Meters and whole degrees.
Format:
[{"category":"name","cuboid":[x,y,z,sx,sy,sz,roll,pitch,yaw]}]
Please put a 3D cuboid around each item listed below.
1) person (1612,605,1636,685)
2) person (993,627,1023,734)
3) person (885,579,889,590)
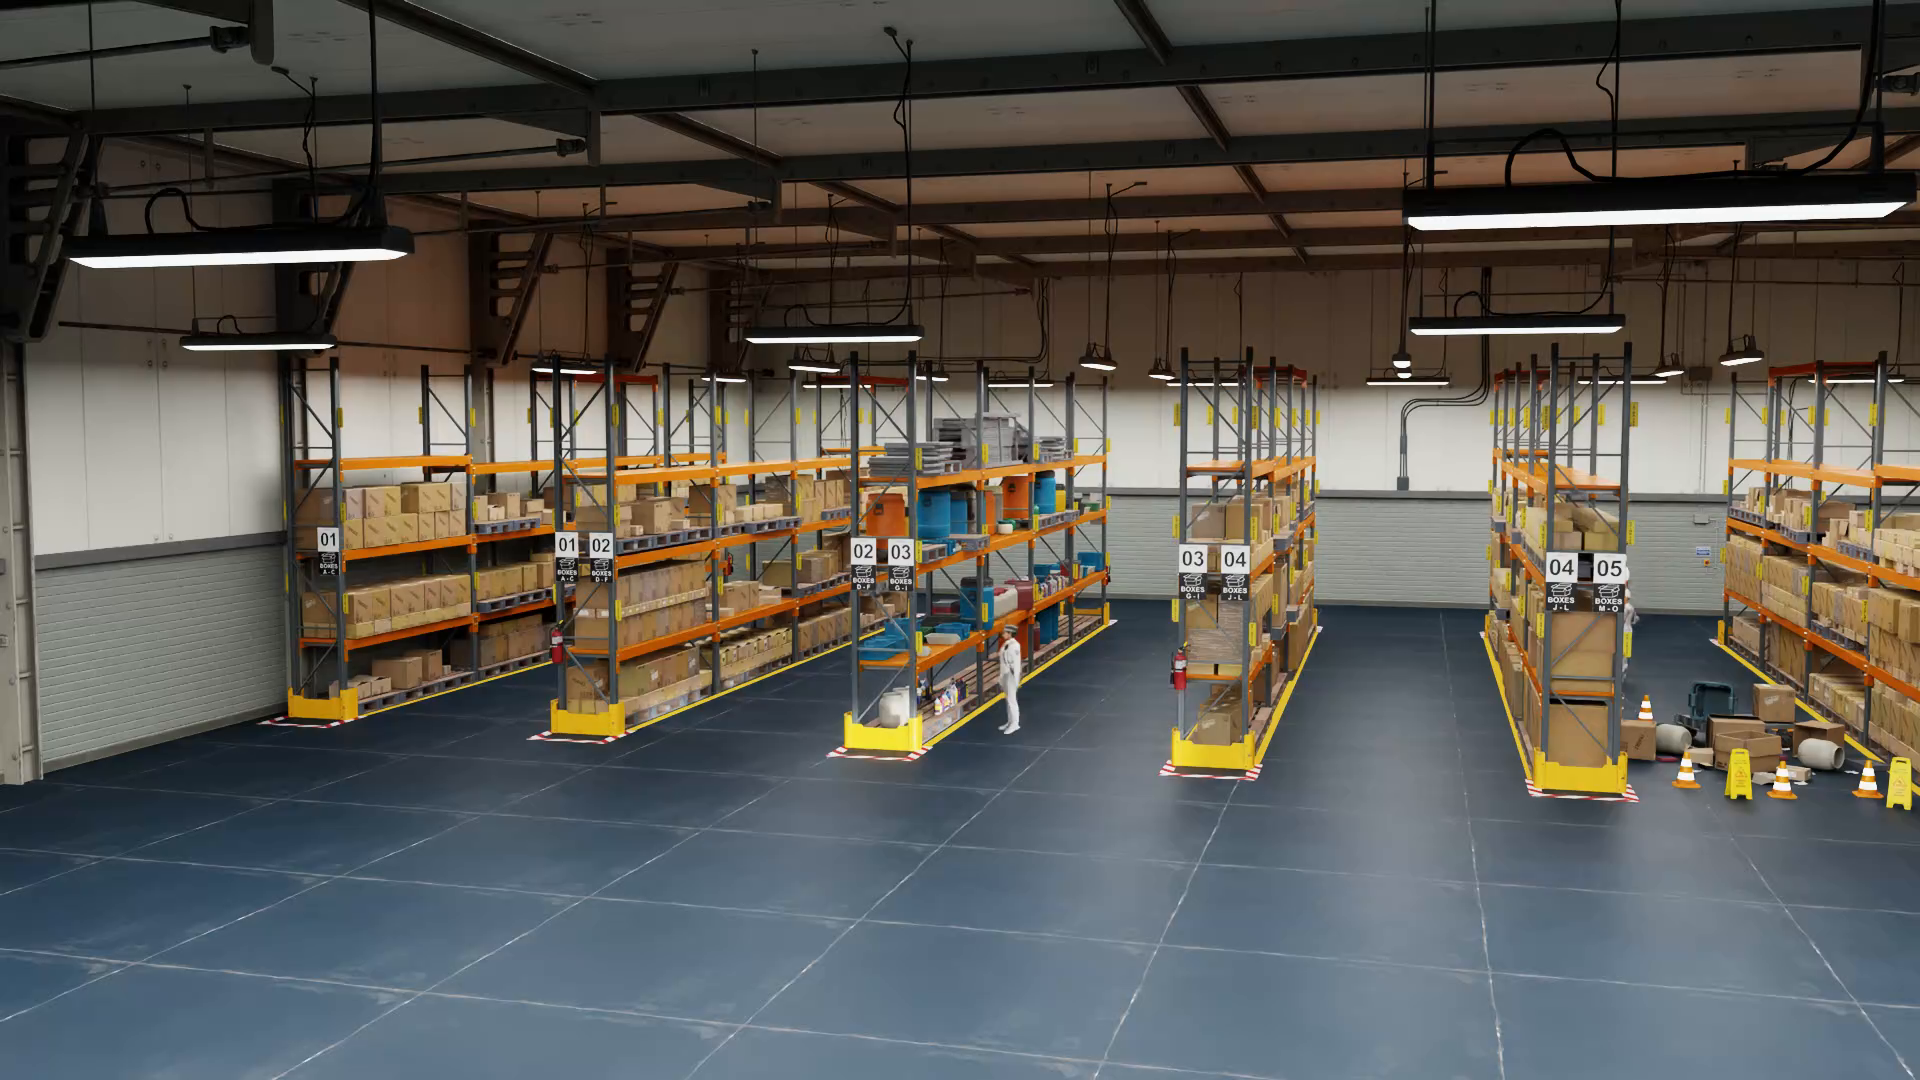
[{"category":"person","cuboid":[12.470,1.825,31.513,0.703,1.754,0.624,-3,5,-34]},{"category":"person","cuboid":[0.733,2.209,26.359,0.515,1.680,0.530,-4,5,-40]},{"category":"person","cuboid":[-1.794,0.931,43.458,0.701,1.820,0.562,2,5,25]}]
